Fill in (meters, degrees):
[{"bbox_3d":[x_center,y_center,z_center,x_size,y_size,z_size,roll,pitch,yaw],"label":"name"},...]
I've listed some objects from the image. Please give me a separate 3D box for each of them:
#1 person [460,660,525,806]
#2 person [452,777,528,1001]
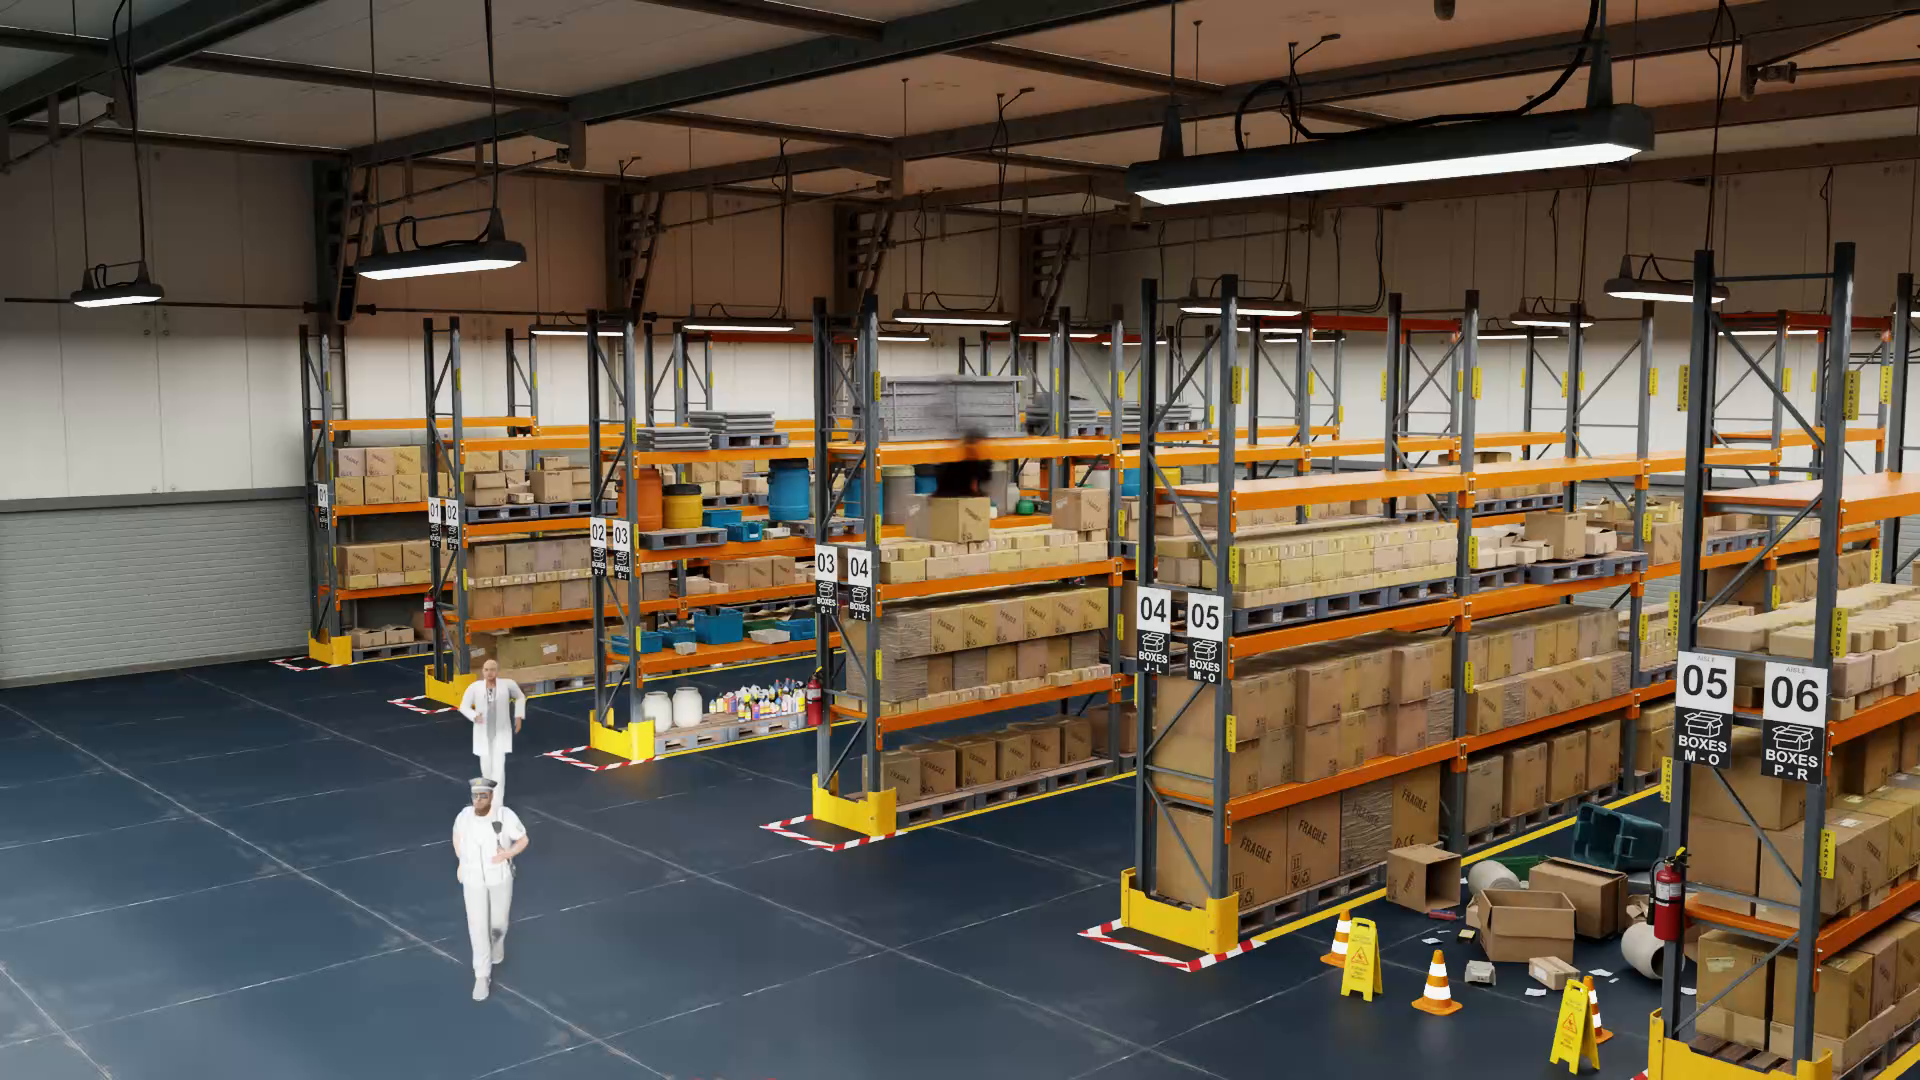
[{"bbox_3d":[-5.505,2.339,19.610,0.730,1.711,0.951,-1,6,-10],"label":"person"},{"bbox_3d":[-3.977,2.867,14.077,0.647,1.803,0.911,-1,6,-9],"label":"person"}]
